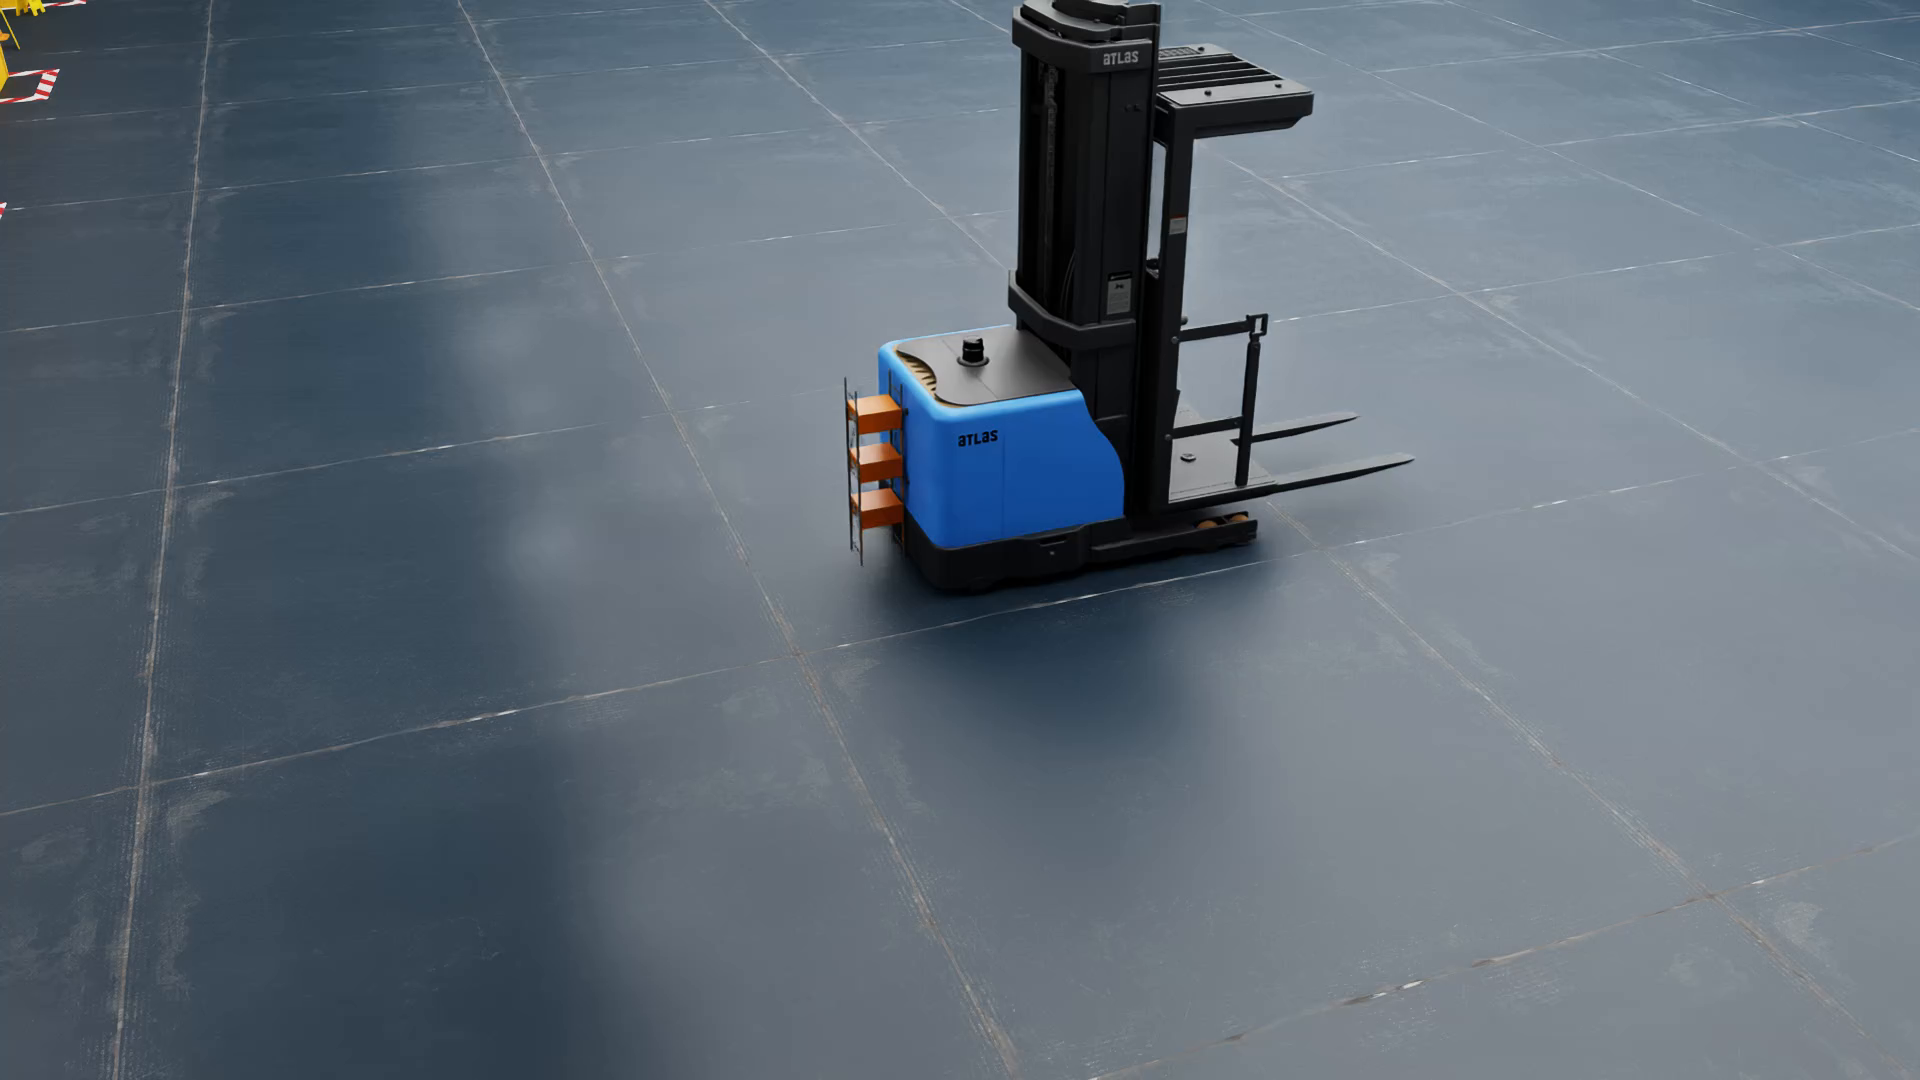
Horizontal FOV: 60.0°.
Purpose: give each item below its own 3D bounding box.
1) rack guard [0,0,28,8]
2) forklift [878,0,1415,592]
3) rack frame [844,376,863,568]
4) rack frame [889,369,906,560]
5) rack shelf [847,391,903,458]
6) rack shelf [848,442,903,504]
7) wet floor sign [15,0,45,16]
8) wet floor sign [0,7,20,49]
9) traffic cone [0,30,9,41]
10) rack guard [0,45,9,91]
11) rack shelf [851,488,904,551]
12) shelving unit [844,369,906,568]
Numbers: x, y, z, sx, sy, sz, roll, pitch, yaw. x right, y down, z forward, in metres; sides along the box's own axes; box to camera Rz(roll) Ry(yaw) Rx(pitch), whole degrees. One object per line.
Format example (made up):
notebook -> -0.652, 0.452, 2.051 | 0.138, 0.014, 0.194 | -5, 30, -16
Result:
rack guard -> -12.289, -7.277, 21.550 | 0.348, 0.500, 1.175 | -10, 31, -18
forklift -> 1.113, -1.444, 8.856 | 3.031, 2.935, 1.130 | -11, 31, -18
rack frame -> -0.565, -0.351, 8.838 | 0.008, 1.050, 0.200 | -11, 31, -18
rack frame -> -0.337, -0.394, 8.913 | 0.008, 1.050, 0.200 | -11, 31, -18
rack shelf -> -0.451, -0.610, 8.740 | 0.240, 0.259, 0.215 | -11, 31, -18
rack shelf -> -0.451, -0.363, 8.881 | 0.240, 0.259, 0.215 | -11, 31, -18
wet floor sign -> -11.666, -6.889, 20.723 | 0.232, 0.644, 0.267 | 0, 30, 0
wet floor sign -> -11.060, -5.997, 19.158 | 0.232, 0.644, 0.267 | -16, 33, -26
traffic cone -> -11.465, -6.145, 19.600 | 0.334, 0.463, 0.336 | -10, 31, -18
rack guard -> -10.374, -5.015, 17.580 | 0.348, 0.500, 1.175 | -10, 31, -18
rack shelf -> -0.451, -0.122, 9.018 | 0.240, 0.259, 0.215 | -11, 31, -18
shelving unit -> -0.451, -0.372, 8.875 | 0.252, 1.050, 0.215 | -11, 31, -18
